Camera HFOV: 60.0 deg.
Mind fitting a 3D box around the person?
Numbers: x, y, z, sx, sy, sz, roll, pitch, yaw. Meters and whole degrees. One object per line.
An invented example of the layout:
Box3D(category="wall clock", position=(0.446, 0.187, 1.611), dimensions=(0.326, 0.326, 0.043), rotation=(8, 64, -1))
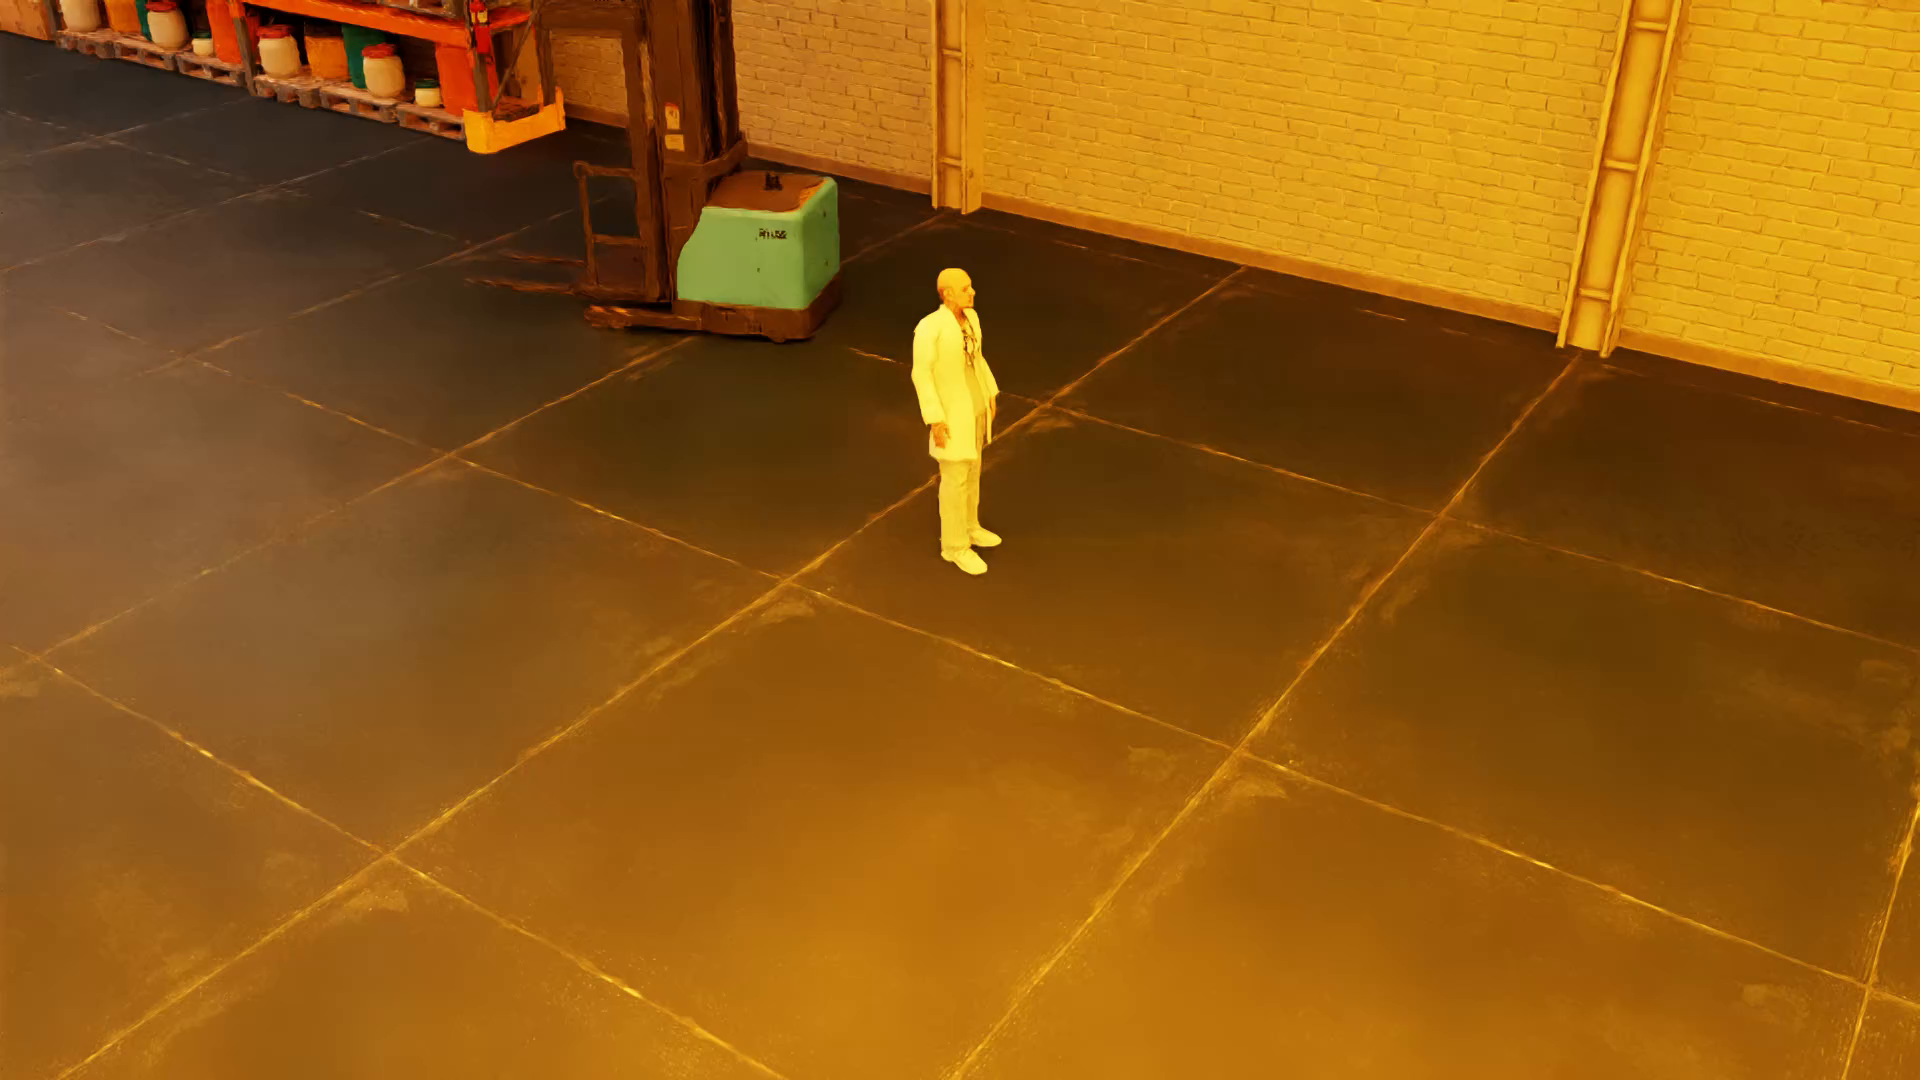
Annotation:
Box3D(category="person", position=(0.073, -0.748, 10.003), dimensions=(0.579, 1.776, 0.694), rotation=(19, 35, 29))

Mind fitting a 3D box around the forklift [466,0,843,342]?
Box3D(category="forklift", position=(-2.549, -3.218, 13.123), dimensions=(3.031, 2.935, 1.130), rotation=(7, 31, 12))
